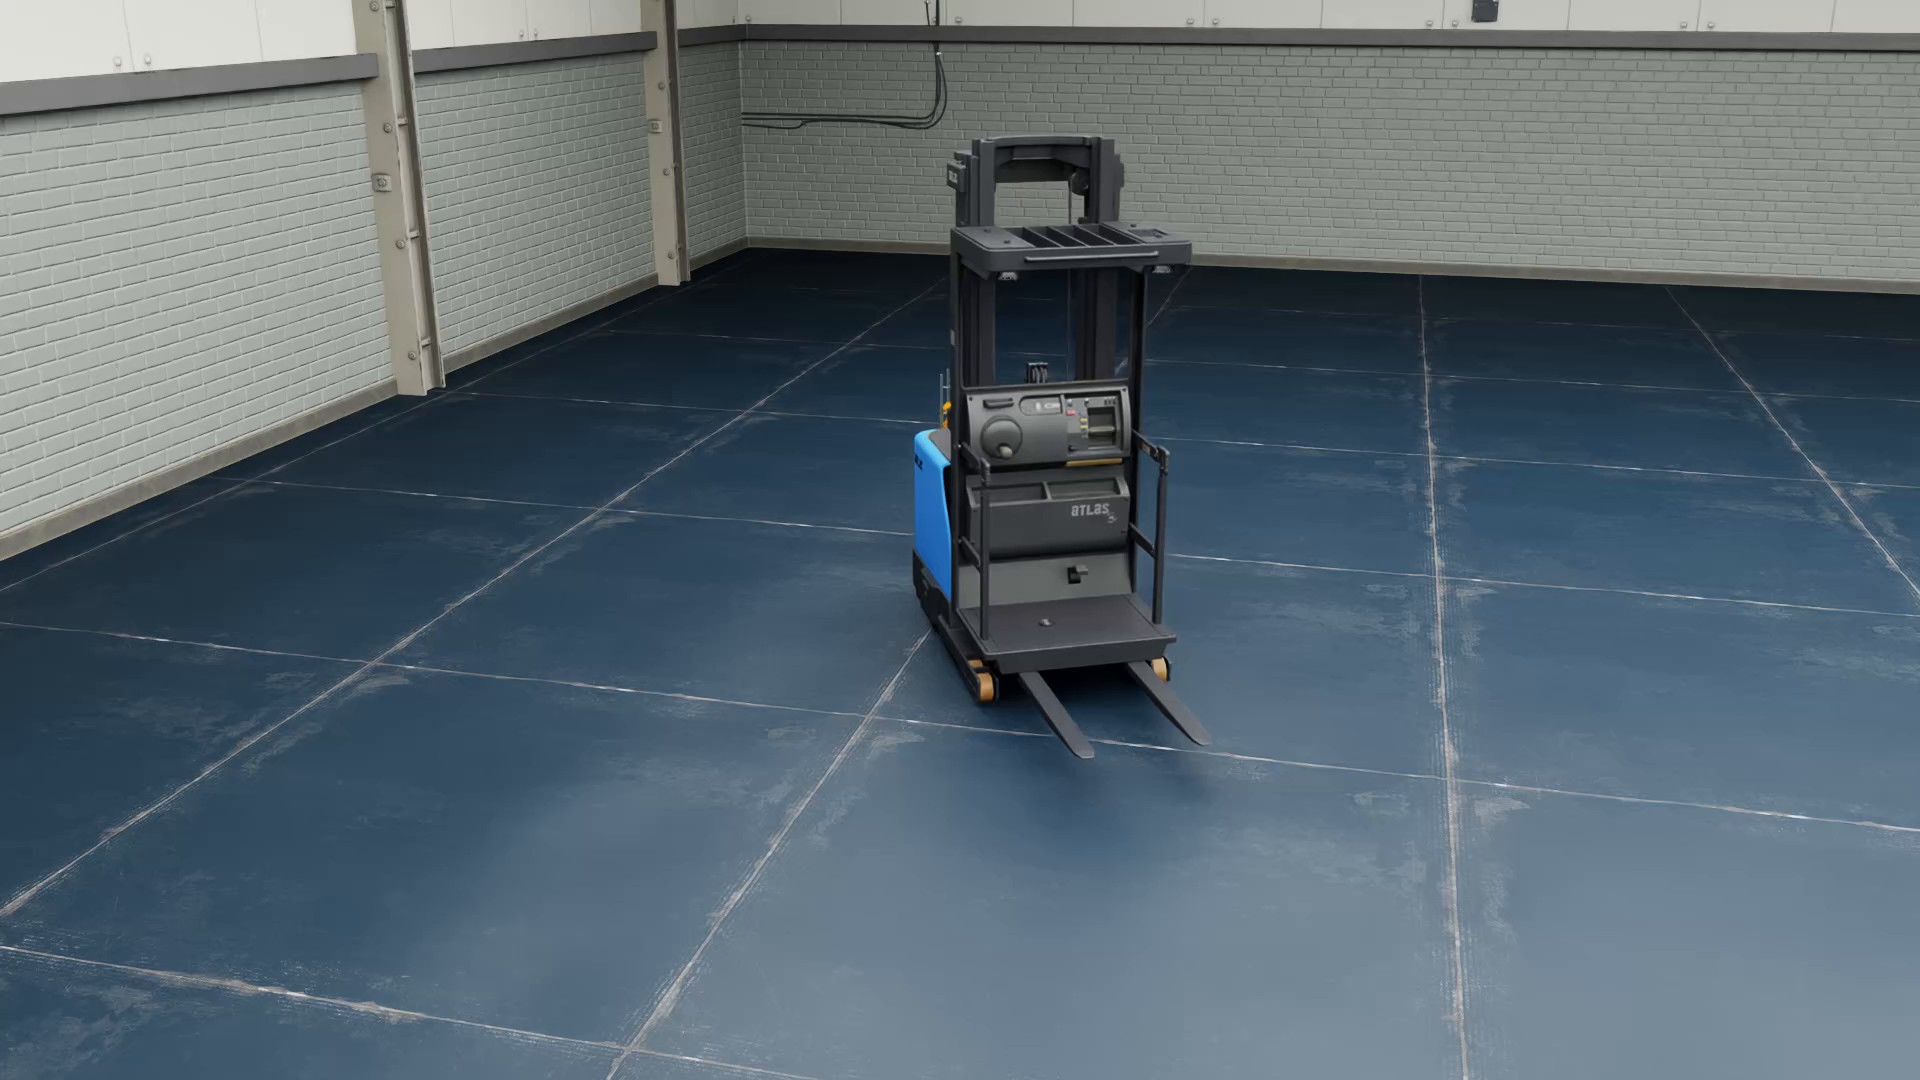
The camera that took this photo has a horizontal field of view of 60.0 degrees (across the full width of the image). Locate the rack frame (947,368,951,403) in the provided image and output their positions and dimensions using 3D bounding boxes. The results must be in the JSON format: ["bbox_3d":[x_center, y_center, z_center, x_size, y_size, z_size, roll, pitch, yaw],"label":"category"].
[{"bbox_3d":[0.026,-0.601,11.591,0.240,1.200,0.006,5,19,13],"label":"rack frame"}]

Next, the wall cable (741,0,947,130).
[{"bbox_3d":[-1.683,-6.921,22.833,3.097,2.526,0.112,5,19,13],"label":"wall cable"}]

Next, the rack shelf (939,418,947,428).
[{"bbox_3d":[0.004,-0.757,11.444,0.258,0.103,0.180,5,19,13],"label":"rack shelf"}]

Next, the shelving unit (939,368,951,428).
[{"bbox_3d":[0.004,-0.572,11.507,0.258,1.200,0.189,5,19,13],"label":"shelving unit"}]

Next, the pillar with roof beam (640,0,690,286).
[{"bbox_3d":[0.489,-7.232,18.938,9.100,9.000,0.400,5,19,13],"label":"pillar with roof beam"}]

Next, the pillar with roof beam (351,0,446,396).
[{"bbox_3d":[-0.977,-5.351,13.433,9.100,9.000,0.400,5,19,13],"label":"pillar with roof beam"}]

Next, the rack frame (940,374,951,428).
[{"bbox_3d":[-0.019,-0.544,11.423,0.240,1.200,0.006,5,19,13],"label":"rack frame"}]

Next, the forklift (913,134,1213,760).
[{"bbox_3d":[0.547,-0.633,9.005,1.130,2.935,3.031,-5,19,-13],"label":"forklift"}]

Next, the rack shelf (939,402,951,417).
[{"bbox_3d":[0.004,-0.871,11.405,0.258,0.103,0.180,5,19,13],"label":"rack shelf"}]

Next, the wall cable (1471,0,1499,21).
[{"bbox_3d":[7.519,-9.245,19.572,2.305,6.003,0.169,5,19,13],"label":"wall cable"}]
